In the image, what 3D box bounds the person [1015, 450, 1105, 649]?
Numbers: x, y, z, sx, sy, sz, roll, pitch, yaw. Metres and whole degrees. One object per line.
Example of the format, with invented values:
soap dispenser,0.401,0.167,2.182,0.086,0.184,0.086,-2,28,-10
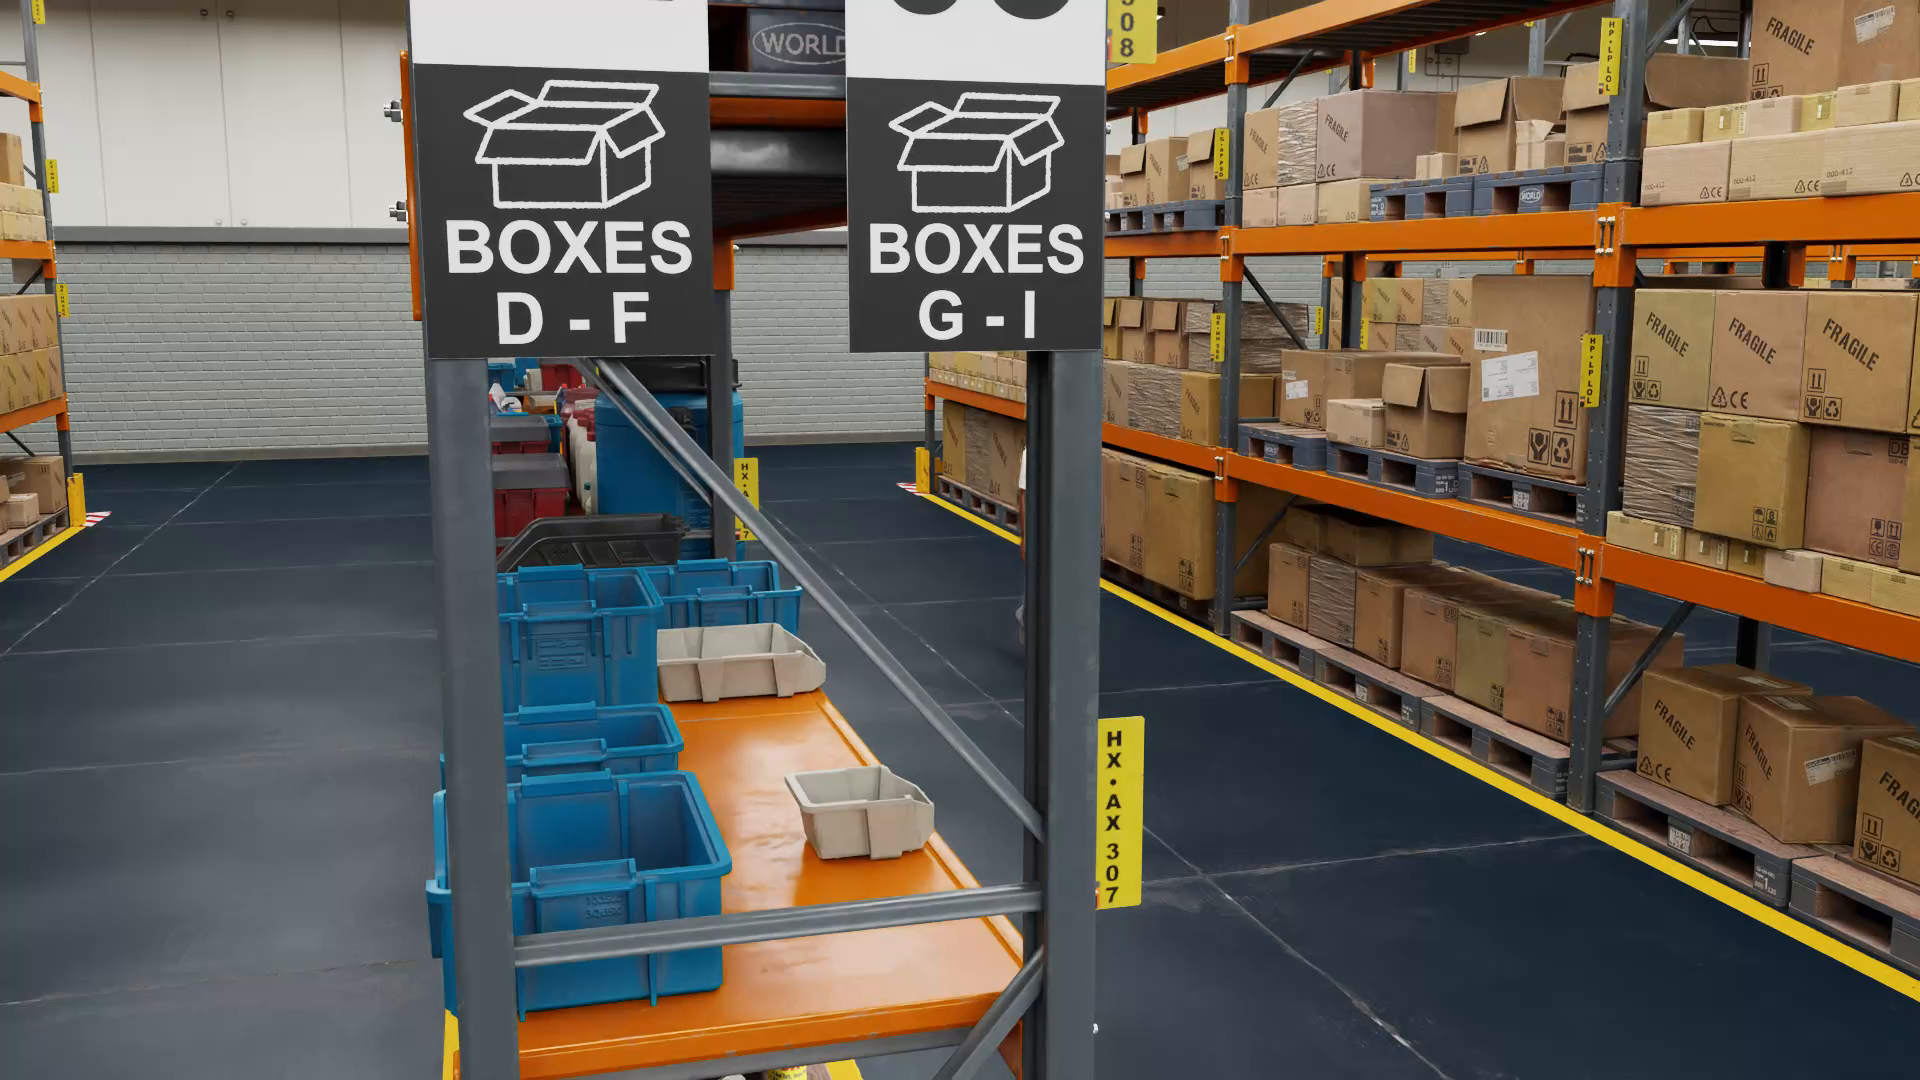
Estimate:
person,0.628,-0.038,10.460,0.611,1.746,0.721,-3,10,-17
